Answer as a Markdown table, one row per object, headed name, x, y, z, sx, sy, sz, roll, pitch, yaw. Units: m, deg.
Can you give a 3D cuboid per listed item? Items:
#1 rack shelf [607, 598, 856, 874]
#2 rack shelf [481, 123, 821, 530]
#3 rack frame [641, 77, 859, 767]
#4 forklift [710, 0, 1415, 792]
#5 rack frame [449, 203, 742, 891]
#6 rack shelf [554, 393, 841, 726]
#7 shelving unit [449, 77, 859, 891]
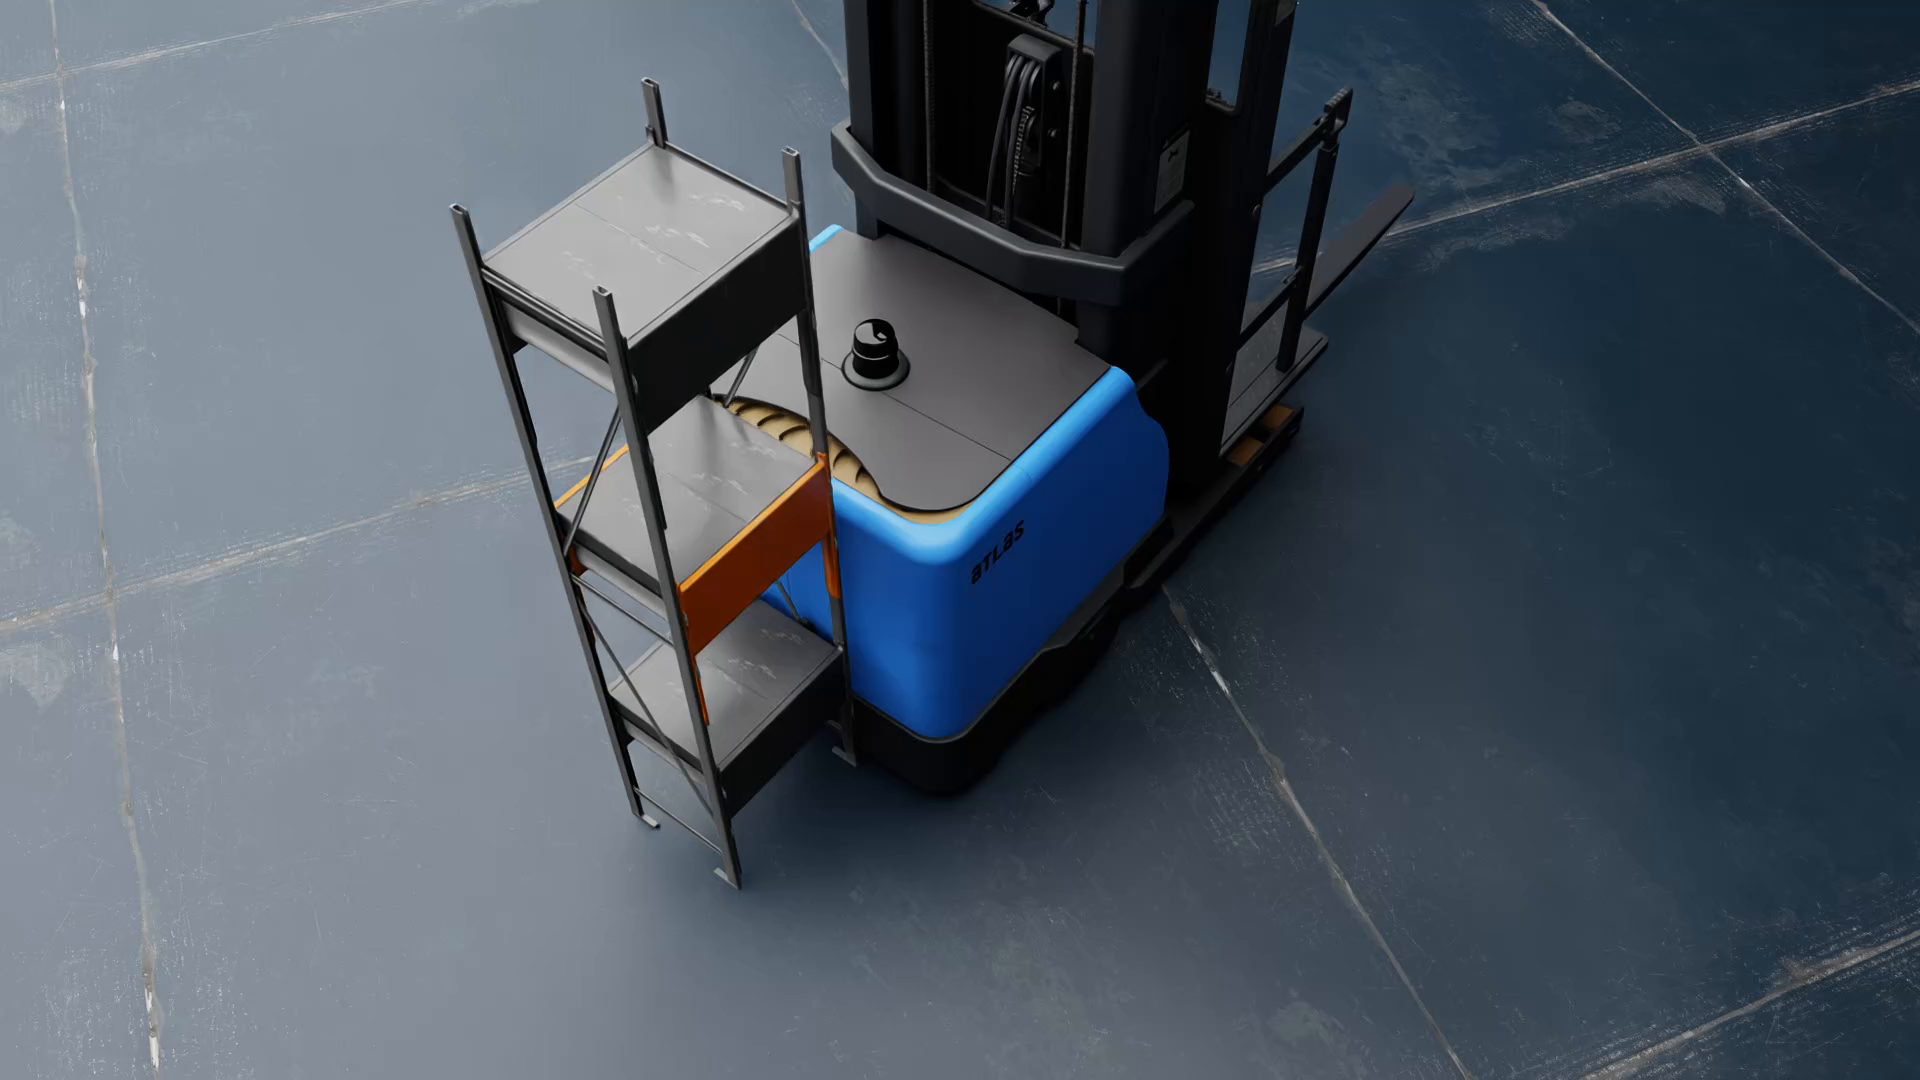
| name | x | y | z | sx | sy | sz | roll | pitch | yaw |
| --- | --- | --- | --- | --- | --- | --- | --- | --- | --- |
| rack shelf | -0.598 | 0.476 | 4.394 | 0.431 | 0.518 | 0.480 | 30 | 56 | 23 |
| rack shelf | -0.608 | -0.427 | 3.324 | 0.431 | 0.518 | 0.480 | 30 | 56 | 23 |
| rack frame | -0.454 | -0.132 | 3.972 | 0.400 | 2.100 | 0.015 | 30 | 56 | 23 |
| forklift | 0.472 | -1.337 | 4.466 | 1.130 | 2.935 | 3.031 | 30 | 56 | 23 |
| rack frame | -0.752 | 0.164 | 3.725 | 0.400 | 2.100 | 0.015 | 30 | 56 | 23 |
| rack shelf | -0.603 | 0.025 | 3.859 | 0.431 | 0.518 | 0.480 | 30 | 56 | 23 |
| shelving unit | -0.603 | 0.016 | 3.849 | 0.431 | 2.100 | 0.503 | 30 | 56 | 23 |
